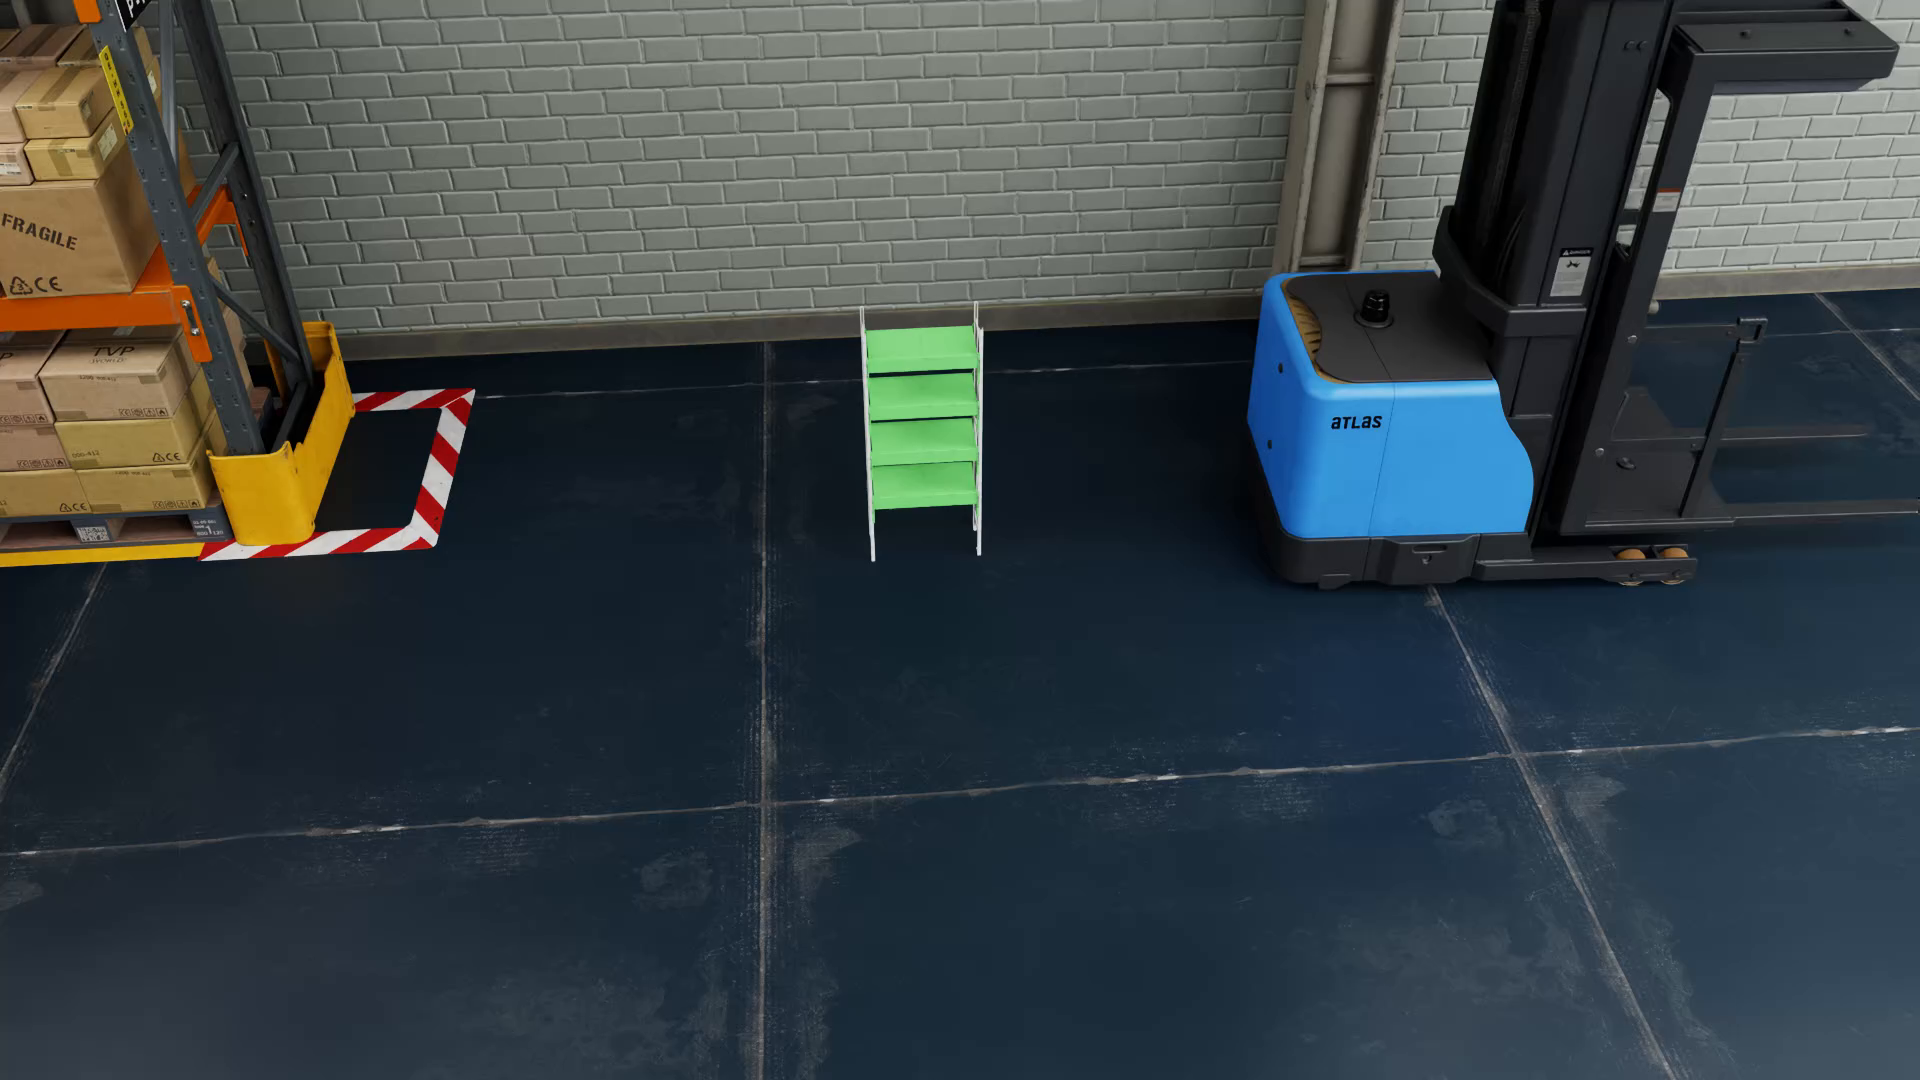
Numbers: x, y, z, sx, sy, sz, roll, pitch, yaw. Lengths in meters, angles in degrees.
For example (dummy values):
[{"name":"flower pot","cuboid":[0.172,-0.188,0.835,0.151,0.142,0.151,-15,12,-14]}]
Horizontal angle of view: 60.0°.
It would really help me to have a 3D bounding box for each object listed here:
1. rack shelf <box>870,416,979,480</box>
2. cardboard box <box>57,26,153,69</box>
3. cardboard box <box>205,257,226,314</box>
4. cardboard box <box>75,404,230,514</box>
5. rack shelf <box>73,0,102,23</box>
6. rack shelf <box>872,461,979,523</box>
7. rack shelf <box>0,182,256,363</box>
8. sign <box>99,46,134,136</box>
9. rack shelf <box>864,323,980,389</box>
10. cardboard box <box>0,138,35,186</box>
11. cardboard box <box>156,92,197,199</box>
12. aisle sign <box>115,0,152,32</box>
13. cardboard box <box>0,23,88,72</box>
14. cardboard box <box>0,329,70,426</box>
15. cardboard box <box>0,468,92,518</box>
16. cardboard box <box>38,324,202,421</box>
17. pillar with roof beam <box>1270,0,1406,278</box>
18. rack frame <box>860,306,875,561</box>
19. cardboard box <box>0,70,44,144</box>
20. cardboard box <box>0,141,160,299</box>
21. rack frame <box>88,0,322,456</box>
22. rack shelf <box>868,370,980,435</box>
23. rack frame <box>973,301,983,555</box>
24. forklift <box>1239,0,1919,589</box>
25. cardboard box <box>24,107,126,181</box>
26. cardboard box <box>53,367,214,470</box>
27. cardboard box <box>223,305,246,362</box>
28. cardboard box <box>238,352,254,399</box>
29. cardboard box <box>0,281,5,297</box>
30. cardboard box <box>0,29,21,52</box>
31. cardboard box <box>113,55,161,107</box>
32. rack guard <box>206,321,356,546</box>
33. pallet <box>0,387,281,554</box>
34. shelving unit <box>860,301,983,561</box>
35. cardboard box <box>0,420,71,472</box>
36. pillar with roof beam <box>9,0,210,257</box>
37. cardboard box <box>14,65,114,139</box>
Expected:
[{"name":"rack shelf","cuboid":[-0.165,-0.412,7.406,0.480,0.148,0.258,-3,38,-4]},{"name":"cardboard box","cuboid":[-3.627,-2.038,7.067,0.250,0.149,0.380,-4,38,-5]},{"name":"cardboard box","cuboid":[-3.769,-1.082,7.773,0.500,0.250,0.500,-4,38,-5]},{"name":"cardboard box","cuboid":[-3.714,-0.378,7.689,0.500,0.250,0.500,-3,38,-4]},{"name":"rack shelf","cuboid":[-5.266,-2.299,6.402,4.000,0.370,1.077,-3,38,-4]},{"name":"rack shelf","cuboid":[-0.165,-0.223,7.555,0.480,0.148,0.258,-3,38,-4]},{"name":"rack shelf","cuboid":[-5.266,-1.122,7.331,4.000,0.370,1.077,-3,38,-4]},{"name":"sign","cuboid":[-3.239,-1.726,6.390,0.005,0.325,0.100,-3,38,-4]},{"name":"rack shelf","cuboid":[-0.165,-0.789,7.109,0.480,0.148,0.258,-3,38,-4]},{"name":"cardboard box","cuboid":[-3.846,-1.583,6.731,0.250,0.149,0.380,-3,38,-3]},{"name":"cardboard box","cuboid":[-3.792,-1.697,7.399,0.500,0.500,0.500,-2,38,-3]},{"name":"aisle sign","cuboid":[-3.182,-2.357,6.217,0.004,0.787,0.394,-3,38,-4]},{"name":"cardboard box","cuboid":[-3.897,-2.062,7.097,0.250,0.149,0.380,-2,38,-2]},{"name":"cardboard box","cuboid":[-4.213,-0.742,7.343,0.500,0.250,0.500,-2,38,-3]},{"name":"cardboard box","cuboid":[-4.210,-0.357,7.662,0.500,0.250,0.500,-3,38,-4]},{"name":"cardboard box","cuboid":[-3.705,-0.774,7.383,0.500,0.250,0.500,-2,38,-2]},{"name":"pillar with roof beam","cuboid":[2.311,-2.060,3.096,0.400,9.000,9.100,-3,38,-4]},{"name":"rack frame","cuboid":[-0.408,-0.449,7.350,0.015,1.200,0.240,-3,38,-4]},{"name":"cardboard box","cuboid":[-3.855,-1.742,6.692,0.250,0.149,0.380,-3,38,-4]},{"name":"cardboard box","cuboid":[-3.740,-1.364,6.976,0.500,0.500,0.500,-4,38,-5]},{"name":"rack frame","cuboid":[-3.274,-1.514,7.247,0.127,3.000,1.000,-3,38,-4]},{"name":"rack shelf","cuboid":[-0.165,-0.600,7.258,0.480,0.148,0.258,-3,38,-4]},{"name":"rack frame","cuboid":[0.078,-0.475,7.384,0.015,1.200,0.240,-3,38,-4]},{"name":"forklift","cuboid":[2.899,-1.272,6.996,3.031,2.935,1.130,-2,38,-2]},{"name":"cardboard box","cuboid":[-3.594,-1.616,6.772,0.250,0.149,0.380,-3,38,-3]},{"name":"cardboard box","cuboid":[-3.731,-0.576,7.535,0.500,0.250,0.500,-4,38,-5]},{"name":"cardboard box","cuboid":[-3.760,-0.898,7.943,0.500,0.250,0.500,-2,38,-3]},{"name":"cardboard box","cuboid":[-3.780,-0.693,8.087,0.500,0.250,0.500,-3,38,-4]},{"name":"cardboard box","cuboid":[-4.258,-1.341,6.948,0.500,0.500,0.500,-2,38,-3]},{"name":"cardboard box","cuboid":[-4.152,-2.021,7.045,0.250,0.149,0.380,-2,38,-3]},{"name":"cardboard box","cuboid":[-3.634,-1.949,7.194,0.250,0.149,0.380,-4,38,-5]},{"name":"rack guard","cuboid":[-3.250,-0.534,8.023,0.348,0.500,1.175,-3,38,-4]},{"name":"pallet","cuboid":[-4.032,-0.351,8.025,1.213,0.211,1.003,-3,38,-4]},{"name":"shelving unit","cuboid":[-0.165,-0.462,7.367,0.503,1.200,0.258,-3,38,-4]},{"name":"cardboard box","cuboid":[-4.231,-0.555,7.509,0.500,0.250,0.500,-3,38,-4]},{"name":"pillar with roof beam","cuboid":[-3.666,-1.731,2.679,0.400,9.000,9.100,-3,38,-4]},{"name":"cardboard box","cuboid":[-3.612,-1.775,6.733,0.250,0.149,0.380,-3,38,-4]}]
